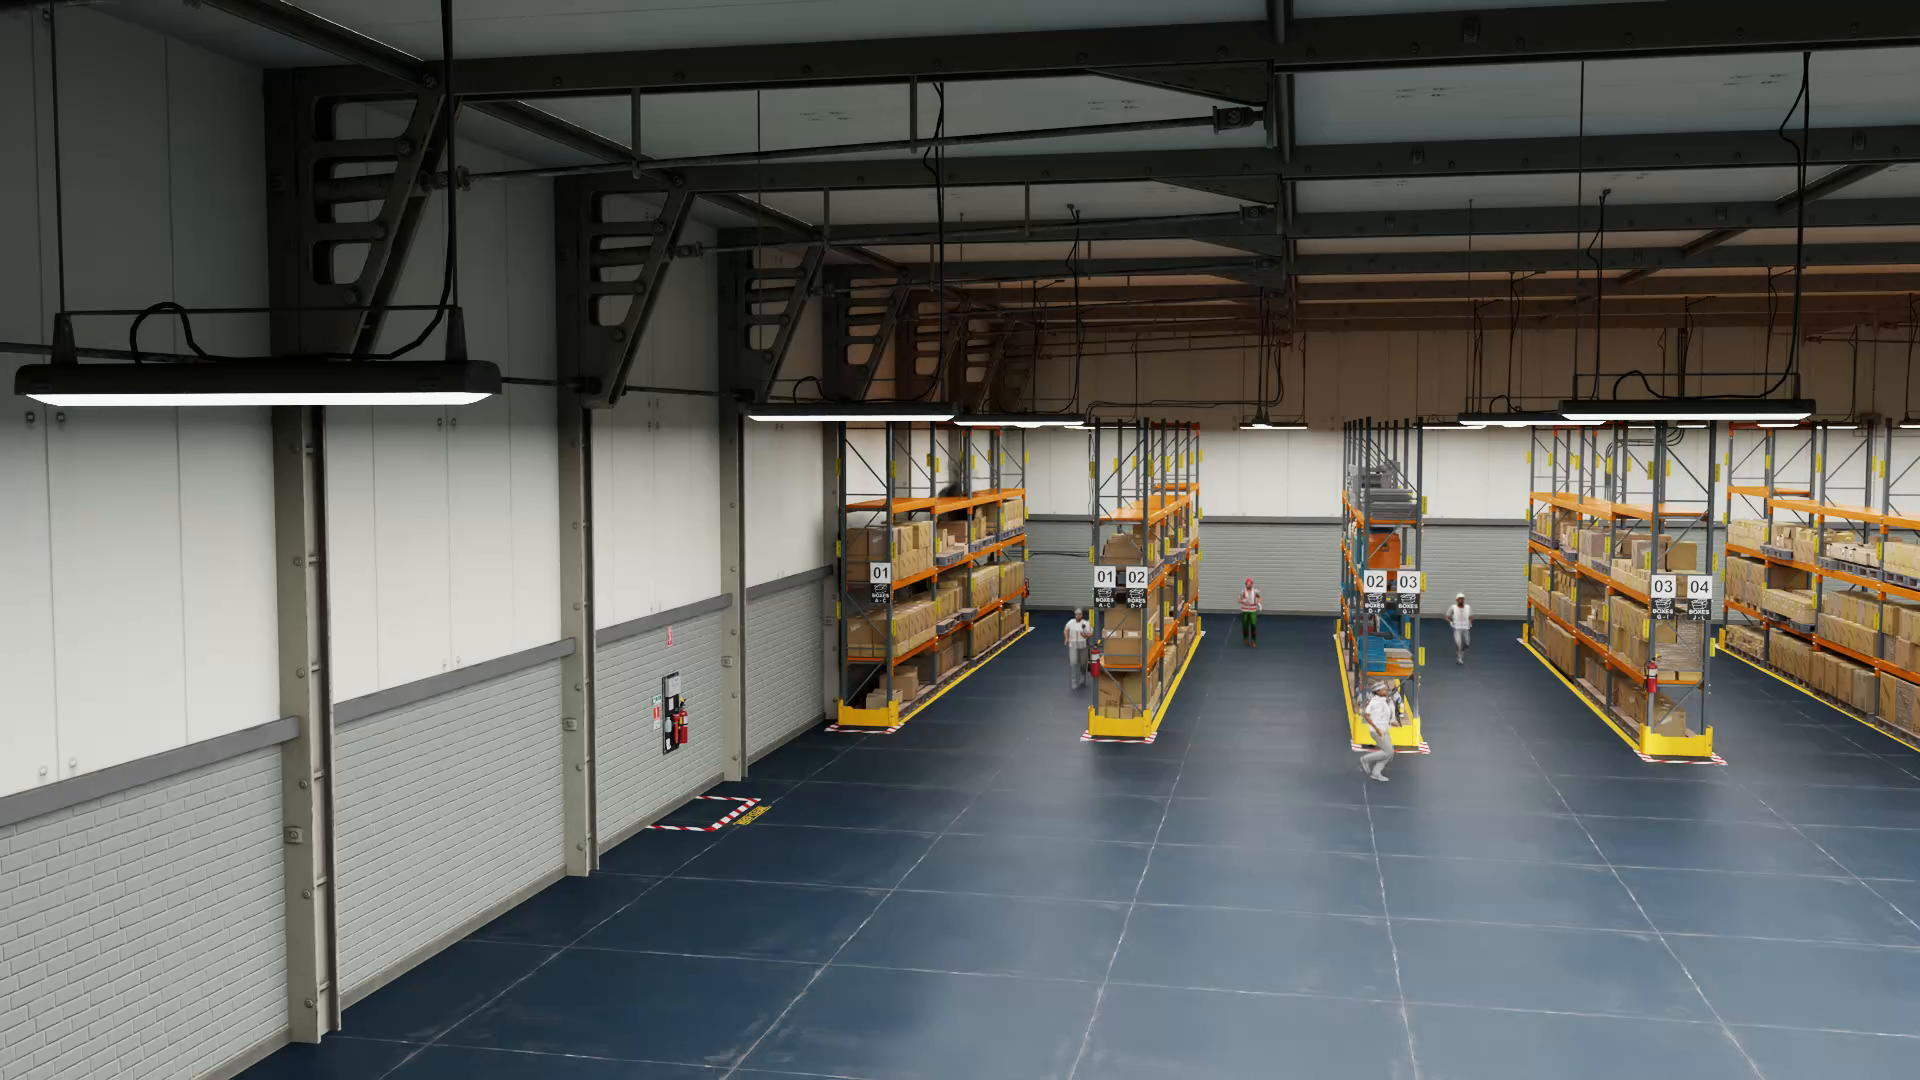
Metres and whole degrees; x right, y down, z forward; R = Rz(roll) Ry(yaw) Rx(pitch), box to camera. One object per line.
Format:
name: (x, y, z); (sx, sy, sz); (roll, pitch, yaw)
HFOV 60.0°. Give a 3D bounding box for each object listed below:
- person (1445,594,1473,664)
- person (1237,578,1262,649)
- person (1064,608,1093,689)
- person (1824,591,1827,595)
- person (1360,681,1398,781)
person: (12.352, 2.190, 41.103); (0.682, 1.733, 0.625); (0, 4, 3)
person: (7.718, 1.939, 44.367); (0.656, 1.833, 0.798); (1, 4, 8)
person: (2.656, 2.393, 37.299); (0.662, 1.768, 0.989); (0, 4, 6)
person: (21.888, 2.121, 42.003); (0.650, 1.740, 0.577); (0, 4, -1)
person: (6.898, 3.131, 27.331); (0.560, 1.661, 0.575); (2, 4, 30)
